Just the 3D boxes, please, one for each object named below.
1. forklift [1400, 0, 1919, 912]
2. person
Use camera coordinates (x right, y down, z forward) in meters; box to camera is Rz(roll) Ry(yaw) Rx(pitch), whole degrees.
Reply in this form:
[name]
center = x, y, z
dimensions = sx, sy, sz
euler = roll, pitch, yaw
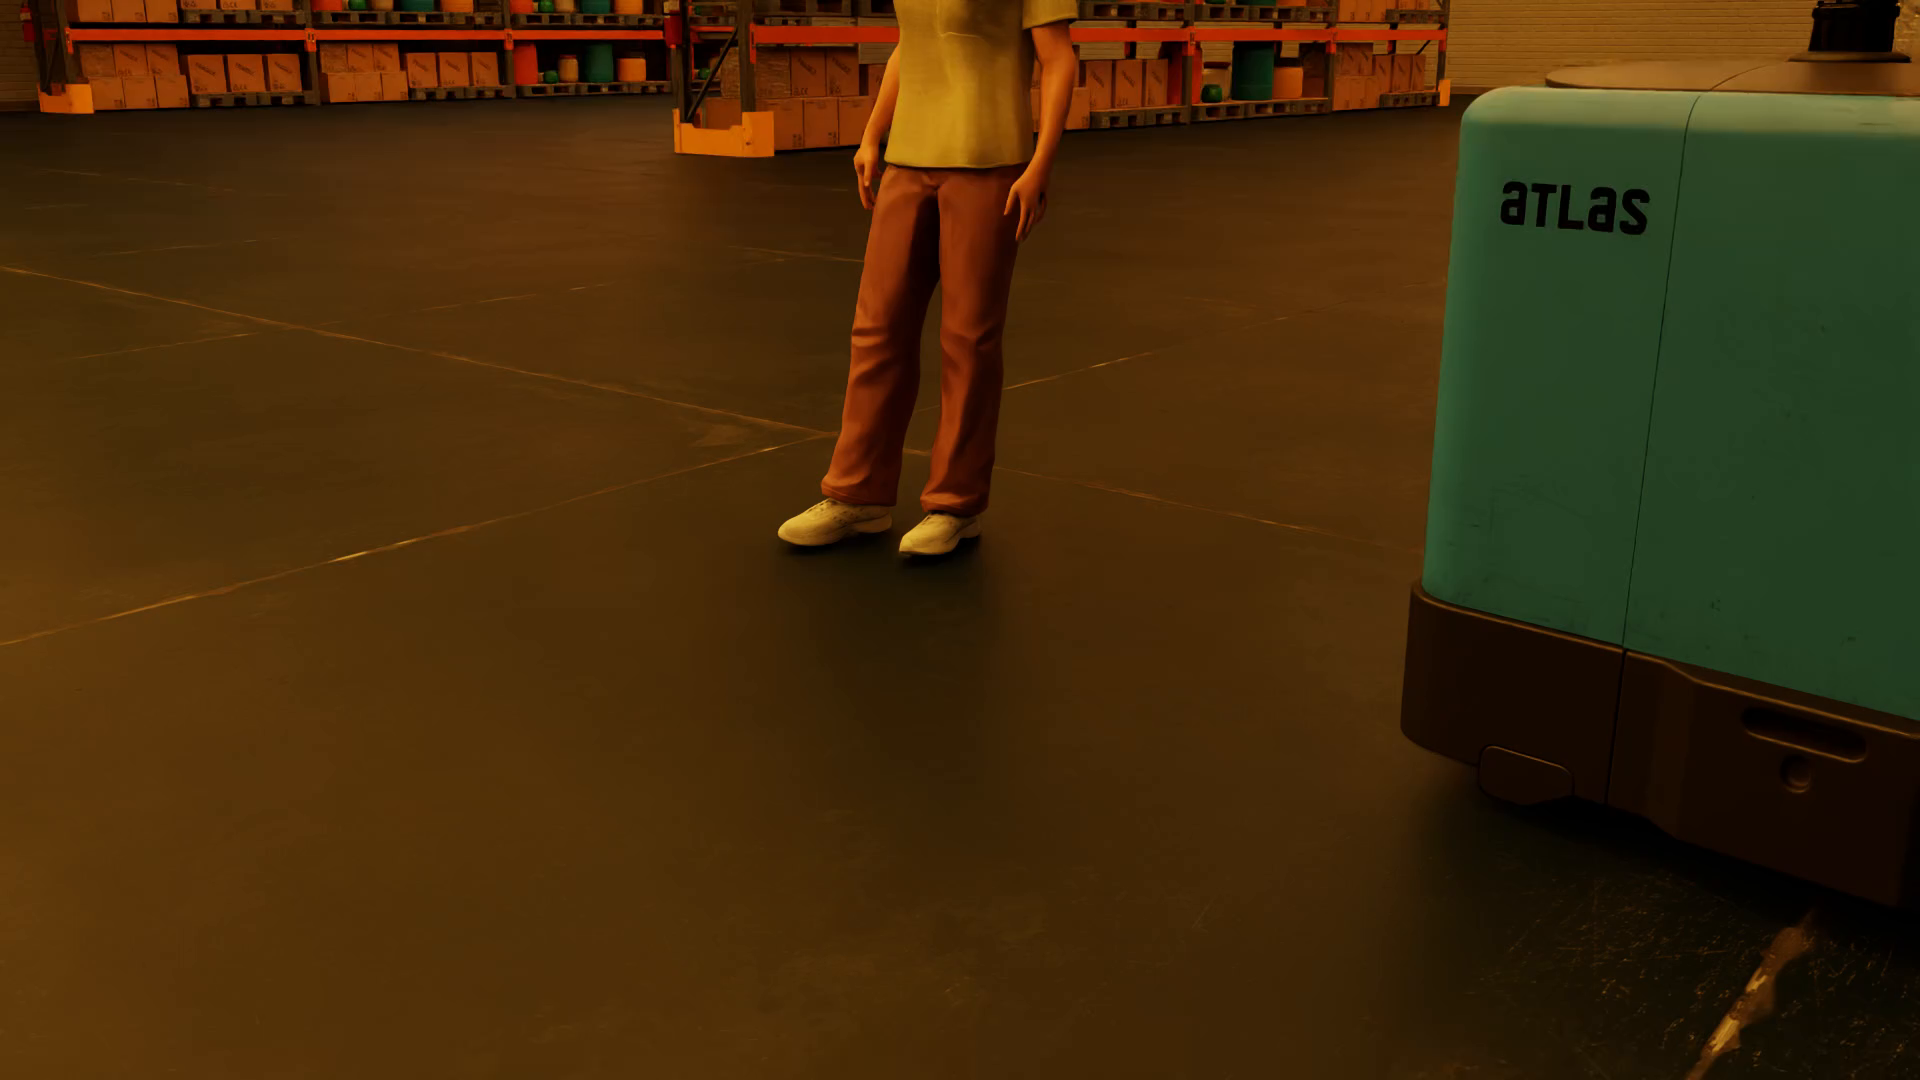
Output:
[forklift]
center = 2.120, -0.827, 1.620
dimensions = 3.031, 2.935, 1.130
euler = 16, 23, 42
[person]
center = -0.056, -0.795, 3.649
dimensions = 0.552, 1.674, 0.548
euler = 13, 21, 37
